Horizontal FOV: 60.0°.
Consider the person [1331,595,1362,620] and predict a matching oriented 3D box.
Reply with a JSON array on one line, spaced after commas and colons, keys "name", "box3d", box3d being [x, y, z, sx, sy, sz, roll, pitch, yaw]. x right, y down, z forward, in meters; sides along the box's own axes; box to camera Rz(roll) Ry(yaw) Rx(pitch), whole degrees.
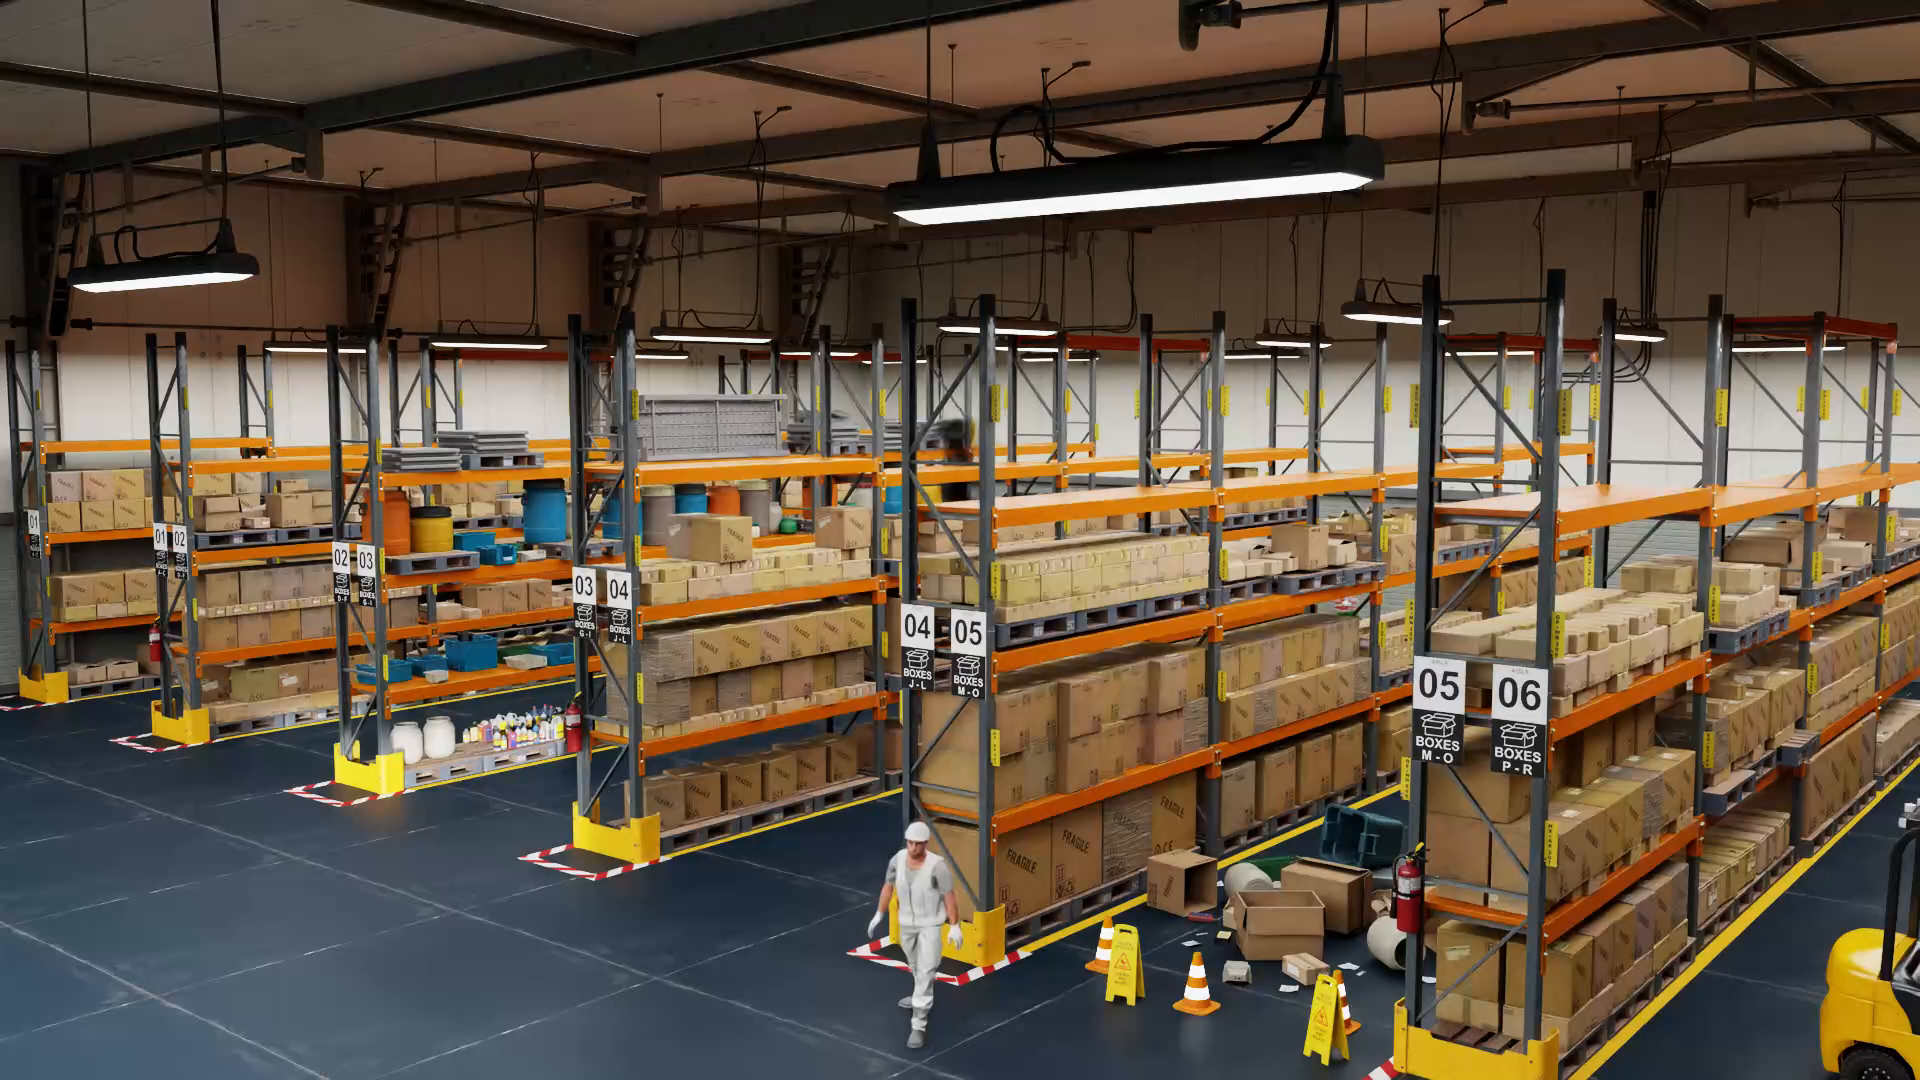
[{"name": "person", "box3d": [7.416, 1.405, 31.973, 0.671, 1.820, 0.822, -2, 6, -22]}]

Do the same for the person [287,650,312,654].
[{"name": "person", "box3d": [-11.601, 1.717, 29.126, 0.687, 1.715, 0.810, -1, 5, -15]}]

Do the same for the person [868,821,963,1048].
[{"name": "person", "box3d": [-0.327, 3.091, 13.420, 0.728, 1.731, 0.930, 3, 6, 26]}]
